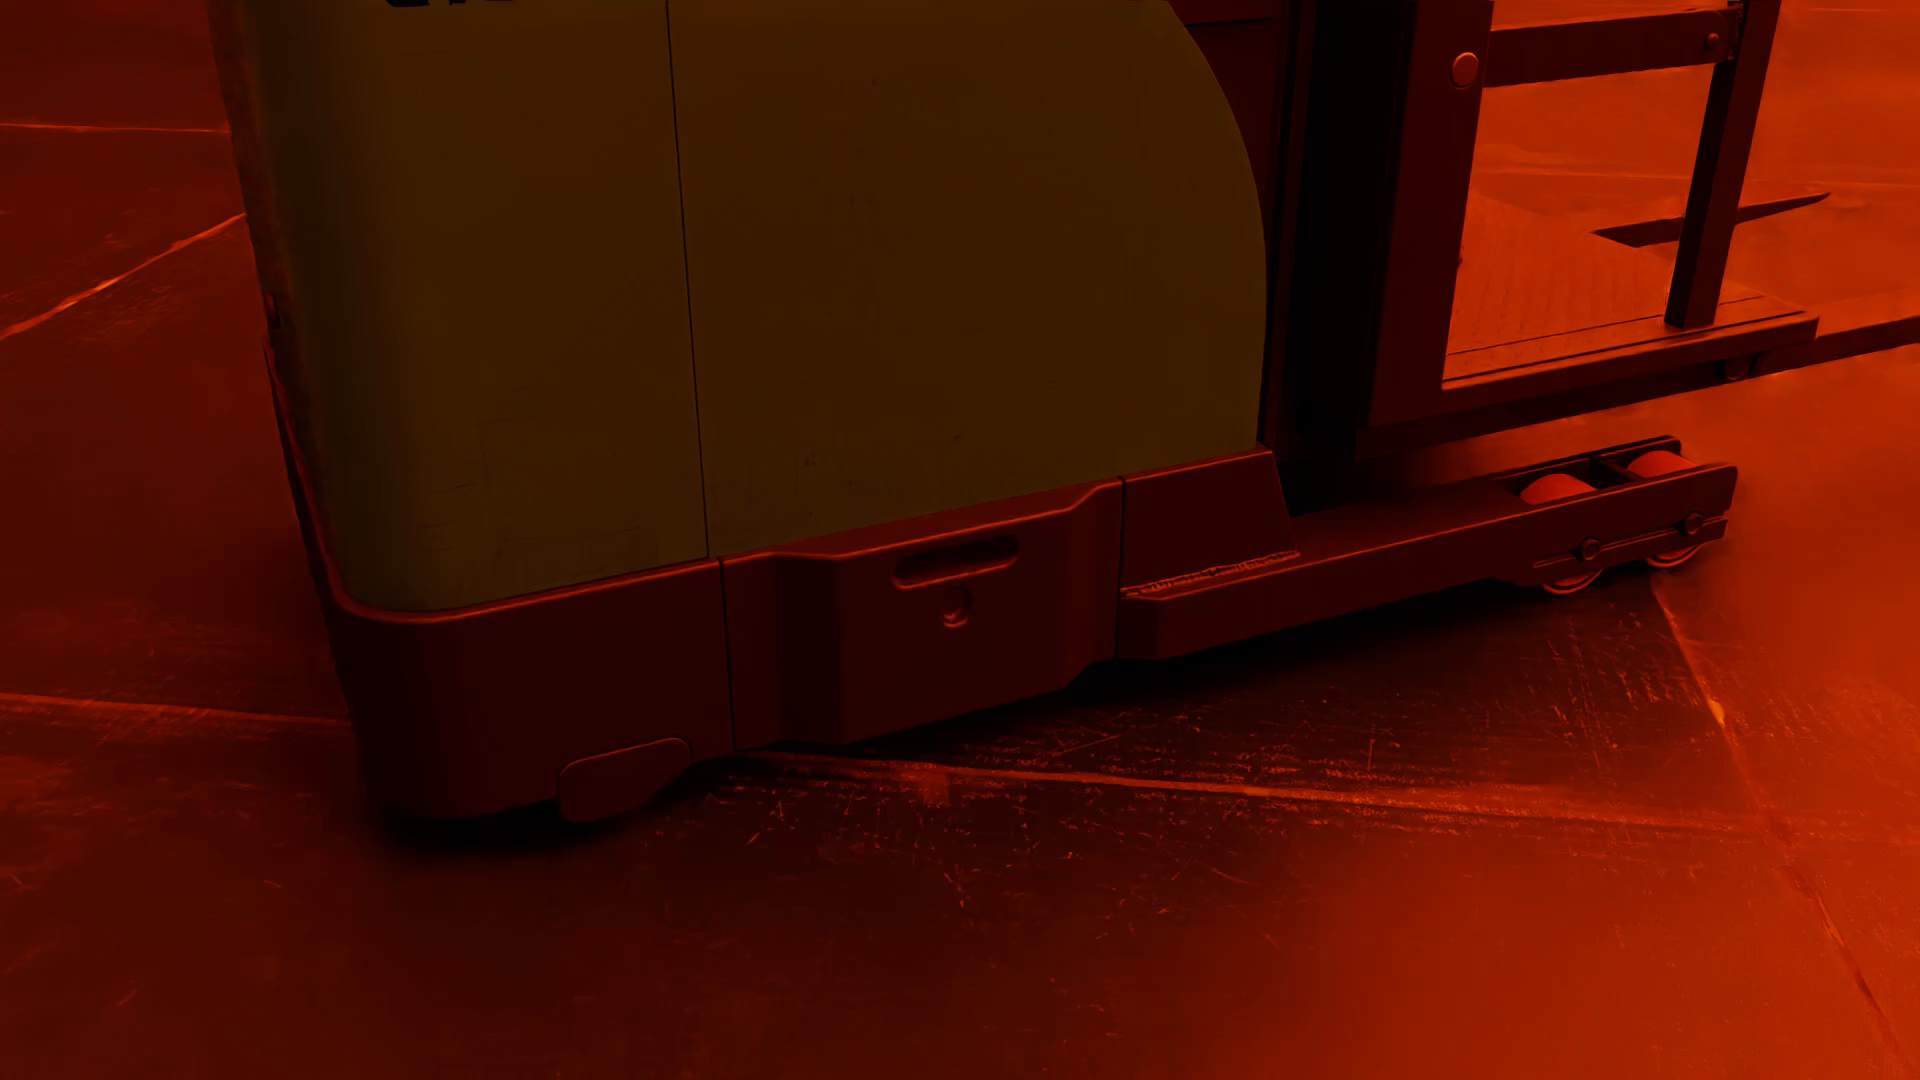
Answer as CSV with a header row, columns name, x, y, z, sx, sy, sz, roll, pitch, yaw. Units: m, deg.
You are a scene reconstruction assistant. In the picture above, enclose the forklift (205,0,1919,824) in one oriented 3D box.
name,x,y,z,sx,sy,sz,roll,pitch,yaw
forklift,0.553,-1.436,2.094,3.031,2.935,1.130,-12,29,-22
